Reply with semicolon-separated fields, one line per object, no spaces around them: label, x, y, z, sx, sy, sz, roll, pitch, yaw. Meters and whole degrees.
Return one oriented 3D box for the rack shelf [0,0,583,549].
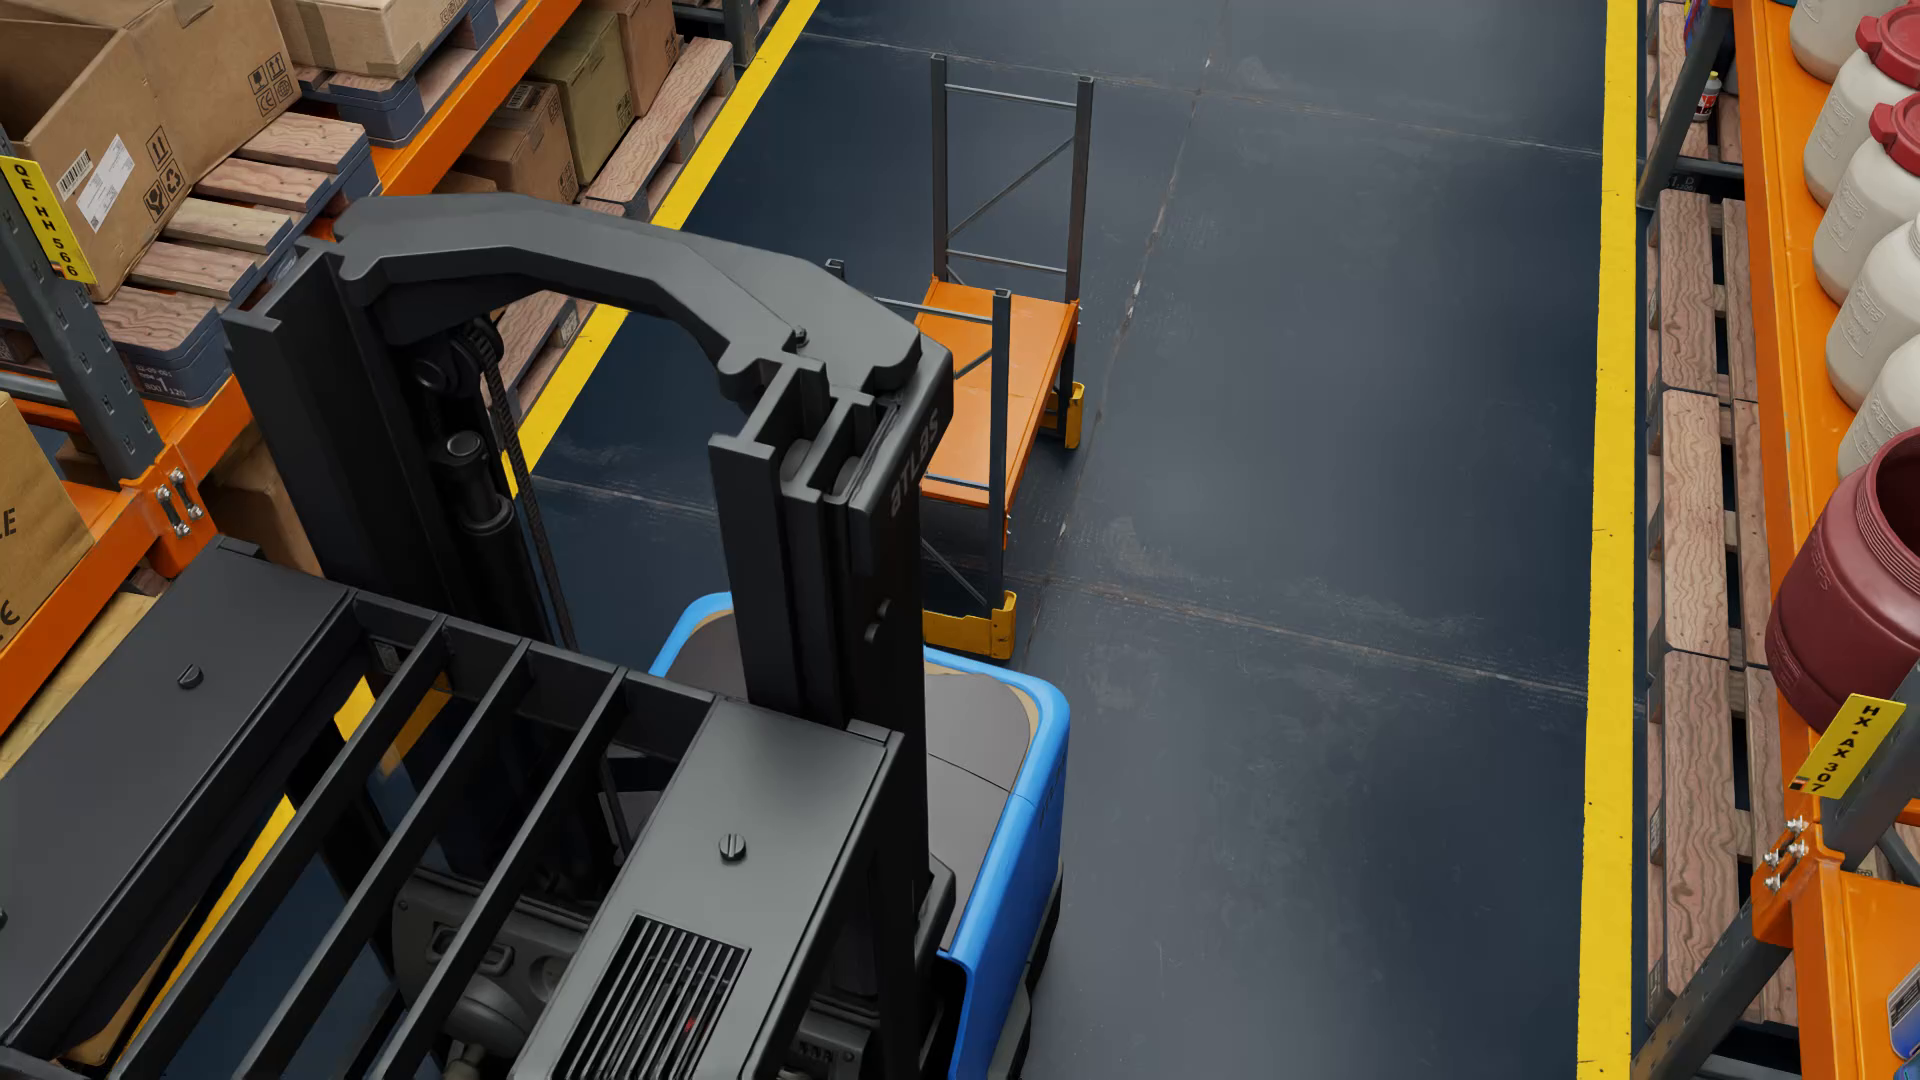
rack shelf;-1.974;-1.618;5.657;1.077;0.370;4.000;12;50;10

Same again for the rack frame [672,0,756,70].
rack frame;-1.448;-3.303;6.664;1.000;3.000;0.127;12;50;10

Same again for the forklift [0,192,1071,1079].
forklift;-0.684;1.019;2.896;1.130;2.935;3.031;15;50;13

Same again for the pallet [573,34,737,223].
pallet;-1.651;-1.817;7.213;1.003;0.211;1.213;12;50;10

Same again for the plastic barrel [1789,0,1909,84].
plastic barrel;2.867;-1.722;5.178;0.433;0.535;0.433;0;49;0

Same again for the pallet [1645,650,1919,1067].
pallet;2.519;0.938;4.781;1.003;0.211;1.213;12;50;10

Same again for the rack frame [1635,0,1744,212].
rack frame;3.331;-2.325;5.802;1.000;3.000;0.127;12;50;10

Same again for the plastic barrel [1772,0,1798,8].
plastic barrel;2.937;-2.272;5.420;0.600;0.901;0.708;12;50;10

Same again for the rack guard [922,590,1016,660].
rack guard;-0.111;0.222;5.387;0.587;0.250;0.087;12;50;10

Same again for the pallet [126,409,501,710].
pallet;-2.293;-0.052;5.655;1.003;0.211;1.213;12;50;10

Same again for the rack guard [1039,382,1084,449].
rack guard;0.151;-0.498;6.023;0.587;0.250;0.087;12;50;10

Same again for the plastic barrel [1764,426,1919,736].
plastic barrel;2.108;0.127;3.546;0.600;0.536;0.708;12;50;10

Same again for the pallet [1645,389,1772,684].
pallet;2.842;0.058;5.558;1.003;0.211;1.213;12;50;10

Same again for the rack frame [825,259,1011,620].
rack frame;-0.111;-0.190;4.918;0.500;1.500;0.032;12;50;10

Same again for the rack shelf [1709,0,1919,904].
rack shelf;2.804;-0.641;4.795;1.077;0.370;4.000;12;50;10

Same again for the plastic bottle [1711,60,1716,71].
plastic bottle;3.139;-1.985;7.020;0.061;0.283;0.133;14;50;12

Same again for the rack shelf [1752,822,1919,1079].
rack shelf;1.751;2.253;2.241;1.077;0.370;4.000;12;50;10

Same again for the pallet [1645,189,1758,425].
pallet;3.161;-0.827;6.339;1.003;0.211;1.213;12;50;10

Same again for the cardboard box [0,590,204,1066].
cardboard box;-2.702;0.650;4.313;1.225;0.875;0.875;9;49;8

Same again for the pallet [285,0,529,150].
pallet;-2.019;-1.786;5.454;1.003;0.211;1.213;12;50;10

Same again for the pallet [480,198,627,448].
pallet;-1.970;-0.931;6.431;1.003;0.211;1.213;12;50;10

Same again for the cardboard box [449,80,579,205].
cardboard box;-1.921;-1.435;6.390;0.700;0.500;0.500;8;49;7

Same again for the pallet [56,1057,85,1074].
pallet;-2.781;1.069;4.666;1.003;0.211;1.213;12;50;10

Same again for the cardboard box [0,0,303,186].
cardboard box;-2.346;-1.404;4.641;0.700;0.500;0.500;18;51;16

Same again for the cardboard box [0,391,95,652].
cardboard box;-2.391;-0.037;3.715;0.500;0.500;0.500;13;50;11

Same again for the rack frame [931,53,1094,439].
rack frame;0.156;-0.926;5.567;0.500;1.500;0.032;12;50;10

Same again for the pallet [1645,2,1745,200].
pallet;3.548;-1.880;7.269;1.003;0.211;1.213;12;50;10

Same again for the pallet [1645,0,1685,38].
pallet;3.867;-2.765;8.050;1.003;0.211;1.213;12;50;10

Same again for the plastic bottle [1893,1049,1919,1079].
plastic bottle;1.795;0.938;3.007;0.097;0.271;0.097;0;49;0

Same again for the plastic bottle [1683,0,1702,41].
plastic bottle;3.275;-2.360;7.350;0.061;0.283;0.133;15;50;13

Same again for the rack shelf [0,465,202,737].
rack shelf;-3.027;1.275;3.104;1.077;0.370;4.000;12;50;10

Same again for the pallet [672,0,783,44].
pallet;-1.305;-2.873;8.145;1.003;0.211;1.213;12;50;10

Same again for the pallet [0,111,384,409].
pallet;-2.416;-0.883;4.656;1.213;0.211;1.003;12;50;10

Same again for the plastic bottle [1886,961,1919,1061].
plastic bottle;1.852;0.858;3.075;0.152;0.276;0.135;12;50;10

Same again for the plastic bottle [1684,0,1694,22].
plastic bottle;3.358;-2.490;7.420;0.144;0.351;0.185;11;50;10

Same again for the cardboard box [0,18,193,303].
cardboard box;-2.397;-0.980;4.268;0.500;0.500;0.500;6;49;5

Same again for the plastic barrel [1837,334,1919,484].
plastic barrel;2.343;-0.255;3.900;0.421;0.512;0.421;0;49;0

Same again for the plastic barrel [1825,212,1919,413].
plastic barrel;2.453;-0.560;4.169;0.421;0.512;0.421;0;49;0

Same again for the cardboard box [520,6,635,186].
cardboard box;-1.774;-1.840;6.747;0.700;0.500;0.500;11;50;10

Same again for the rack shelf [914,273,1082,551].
rack shelf;0.022;-0.439;5.377;0.538;0.185;1.000;12;50;10

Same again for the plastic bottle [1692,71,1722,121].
plastic bottle;3.126;-1.869;6.972;0.097;0.201;0.097;0;49;0

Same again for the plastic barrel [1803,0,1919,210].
plastic barrel;2.674;-1.191;4.710;0.433;0.535;0.433;0;49;0

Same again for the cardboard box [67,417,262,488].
cardboard box;-2.353;-0.467;5.035;0.500;0.250;0.500;13;50;12

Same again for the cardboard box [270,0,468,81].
cardboard box;-1.837;-1.666;5.039;0.500;0.250;0.500;10;49;9

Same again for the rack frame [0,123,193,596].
rack frame;-2.500;-0.410;4.111;1.000;3.000;0.127;12;50;10

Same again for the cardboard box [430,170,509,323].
cardboard box;-2.067;-1.032;6.034;0.700;0.500;0.500;15;50;13

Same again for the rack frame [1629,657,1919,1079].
rack frame;2.278;0.568;3.248;1.000;3.000;0.127;12;50;10

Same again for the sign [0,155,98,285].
sign;-1.964;-0.686;3.582;0.100;0.325;0.005;12;50;10

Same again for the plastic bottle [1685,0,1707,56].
plastic bottle;3.273;-2.256;7.214;0.144;0.351;0.185;9;49;8

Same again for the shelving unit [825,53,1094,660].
shelving unit;0.020;-0.551;5.236;0.587;1.500;1.083;12;50;10

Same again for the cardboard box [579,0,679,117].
cardboard box;-1.630;-2.181;7.048;0.700;0.500;0.500;8;49;7

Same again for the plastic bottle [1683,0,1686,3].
plastic bottle;3.404;-2.582;7.551;0.152;0.276;0.135;12;50;11

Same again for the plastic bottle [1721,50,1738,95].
plastic bottle;3.361;-2.089;7.066;0.144;0.351;0.185;12;50;10

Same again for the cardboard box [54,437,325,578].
cardboard box;-2.343;-0.217;5.314;0.700;0.500;0.500;9;49;8

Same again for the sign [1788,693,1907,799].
sign;1.745;0.410;3.278;0.100;0.325;0.005;12;50;10

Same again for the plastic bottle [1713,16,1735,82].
plastic bottle;3.222;-2.117;7.091;0.144;0.351;0.185;10;49;9

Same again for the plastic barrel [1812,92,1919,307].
plastic barrel;2.560;-0.878;4.434;0.433;0.535;0.433;0;49;0
